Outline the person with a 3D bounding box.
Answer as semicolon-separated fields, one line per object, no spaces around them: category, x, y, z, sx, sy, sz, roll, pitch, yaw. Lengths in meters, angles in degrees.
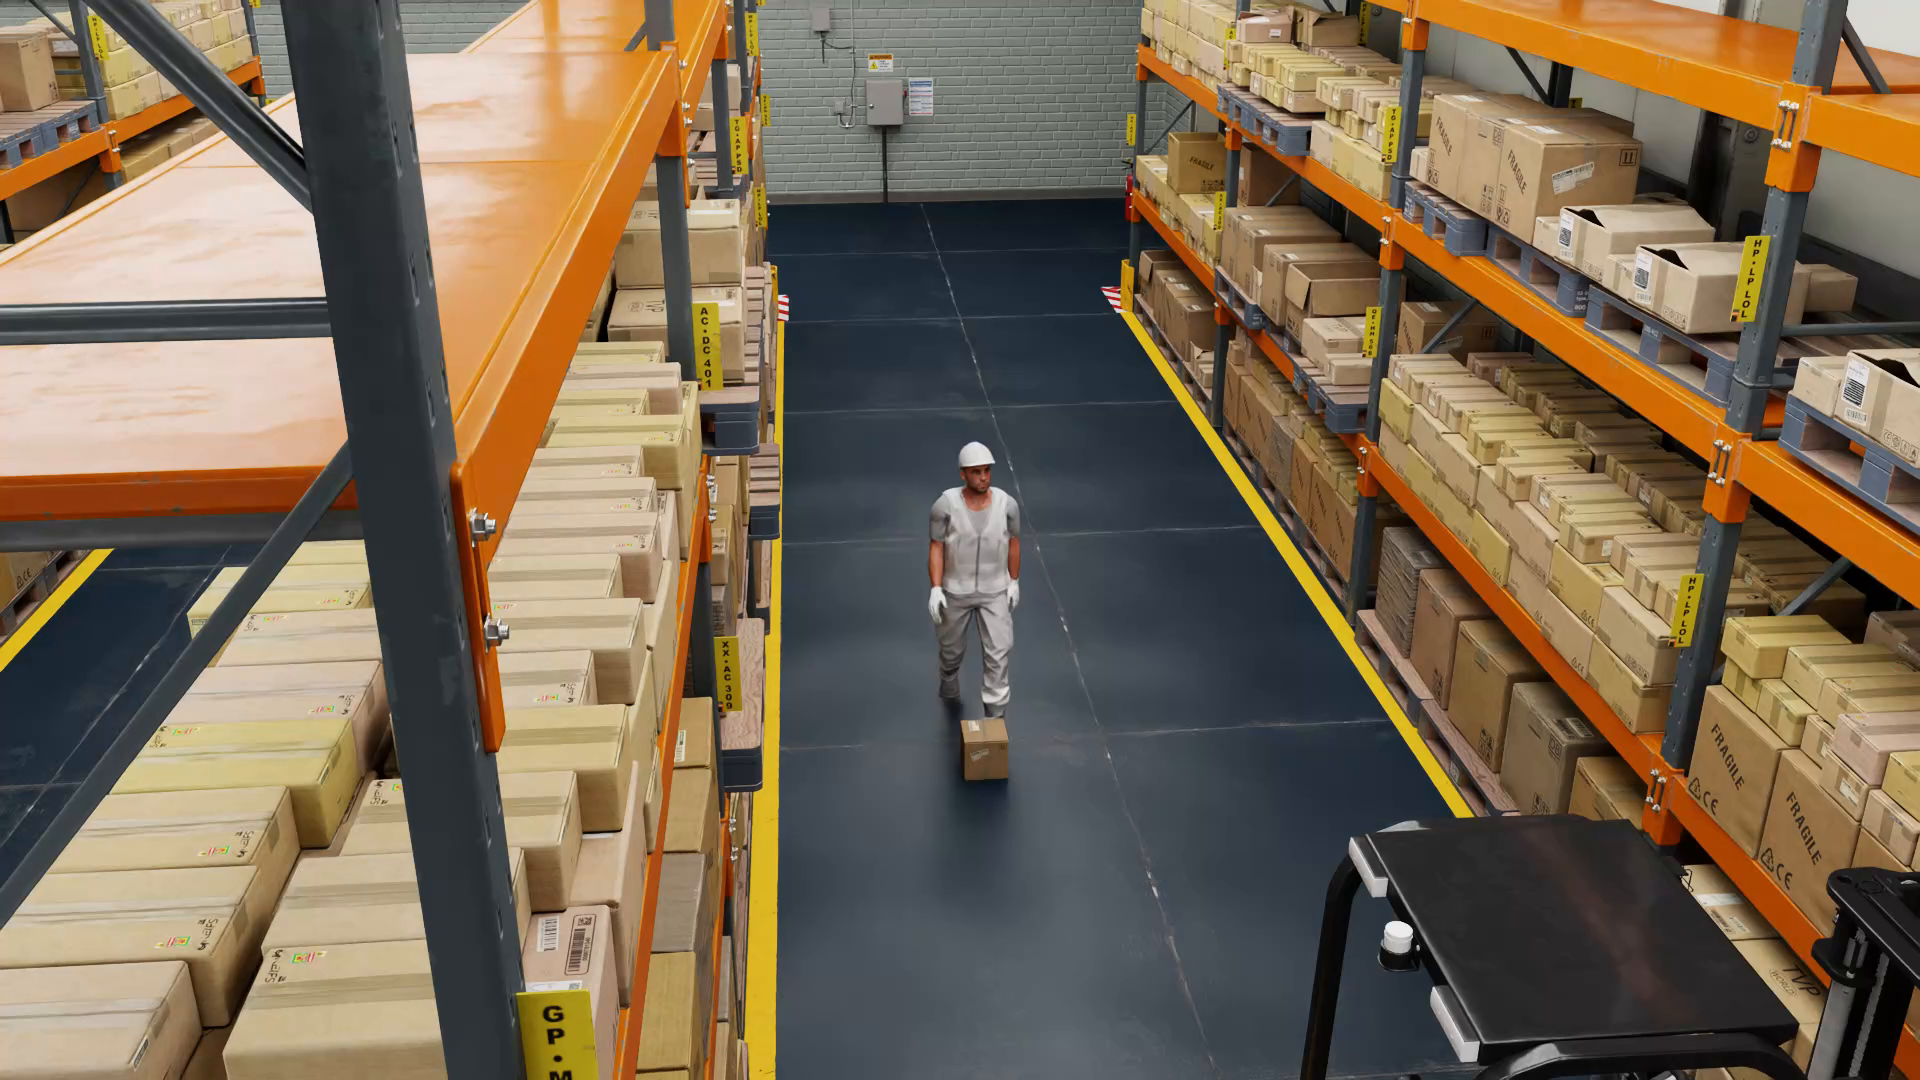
person;0.089;0.308;9.595;0.556;1.761;0.912;-2;24;-4
